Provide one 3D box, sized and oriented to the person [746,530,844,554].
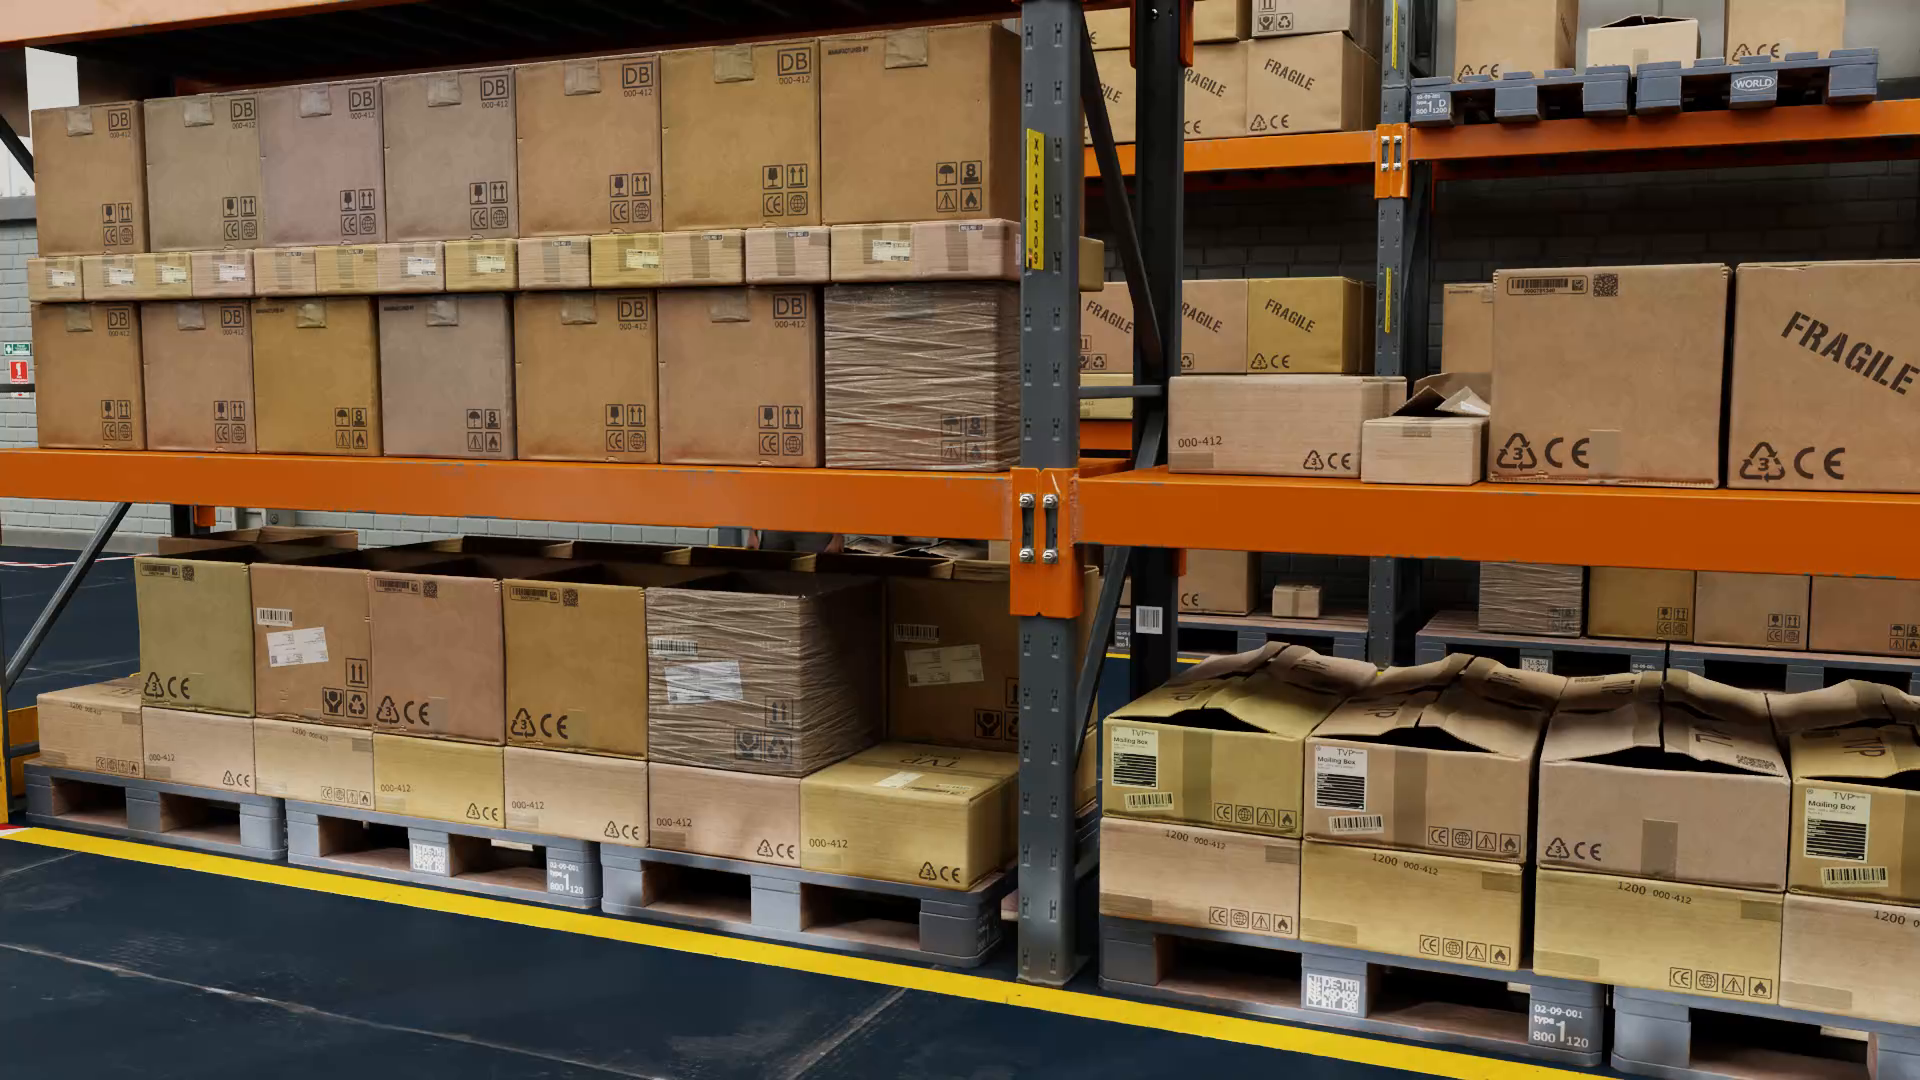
[{"bbox_3d":[-0.721,-0.001,7.369,0.503,1.656,0.343,2,6,22],"label":"person"}]
